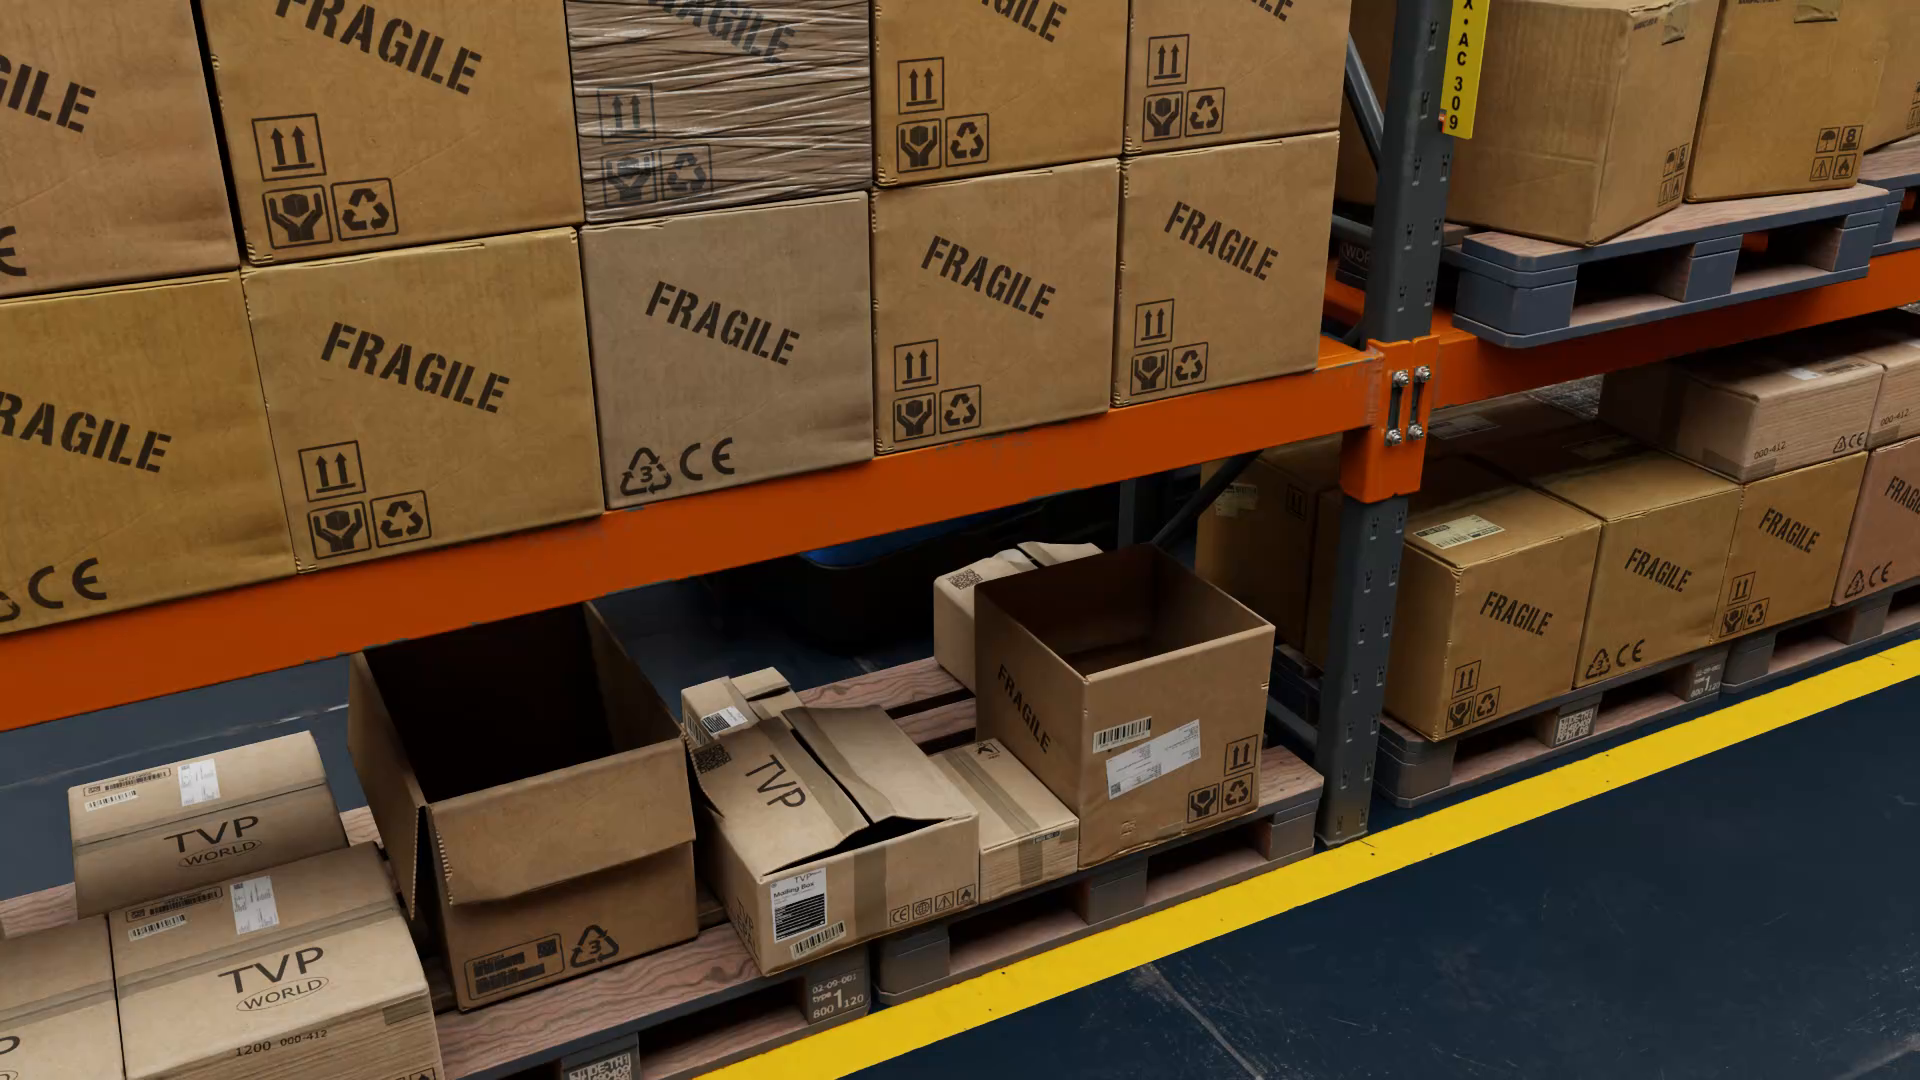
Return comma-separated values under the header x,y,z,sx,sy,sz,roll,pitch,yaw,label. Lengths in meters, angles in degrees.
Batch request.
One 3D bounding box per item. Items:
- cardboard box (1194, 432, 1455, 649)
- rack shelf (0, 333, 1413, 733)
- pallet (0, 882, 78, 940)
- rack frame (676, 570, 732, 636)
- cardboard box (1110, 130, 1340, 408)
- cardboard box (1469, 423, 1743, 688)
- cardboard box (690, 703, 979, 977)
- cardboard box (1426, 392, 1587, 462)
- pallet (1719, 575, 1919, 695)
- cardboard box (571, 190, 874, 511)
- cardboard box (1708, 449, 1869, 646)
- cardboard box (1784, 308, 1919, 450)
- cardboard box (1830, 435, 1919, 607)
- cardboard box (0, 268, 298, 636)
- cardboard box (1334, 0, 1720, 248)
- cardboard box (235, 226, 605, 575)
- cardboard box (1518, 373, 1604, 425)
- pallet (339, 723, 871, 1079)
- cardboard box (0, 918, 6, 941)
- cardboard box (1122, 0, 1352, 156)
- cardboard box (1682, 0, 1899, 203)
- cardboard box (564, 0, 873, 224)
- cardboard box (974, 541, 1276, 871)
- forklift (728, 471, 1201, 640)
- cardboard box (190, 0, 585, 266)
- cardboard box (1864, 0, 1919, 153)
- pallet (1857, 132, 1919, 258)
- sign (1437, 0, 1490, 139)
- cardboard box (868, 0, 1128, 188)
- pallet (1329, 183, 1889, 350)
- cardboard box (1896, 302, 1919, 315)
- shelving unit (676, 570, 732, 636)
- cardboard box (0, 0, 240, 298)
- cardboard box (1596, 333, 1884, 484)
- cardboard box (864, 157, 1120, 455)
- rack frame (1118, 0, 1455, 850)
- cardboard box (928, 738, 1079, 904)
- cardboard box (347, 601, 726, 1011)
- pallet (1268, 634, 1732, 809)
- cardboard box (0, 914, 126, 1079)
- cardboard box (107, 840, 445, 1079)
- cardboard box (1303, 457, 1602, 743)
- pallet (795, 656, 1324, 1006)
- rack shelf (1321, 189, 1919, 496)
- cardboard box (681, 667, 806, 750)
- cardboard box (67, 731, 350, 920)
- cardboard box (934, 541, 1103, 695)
x,y,z,sx,sy,sz,roll,pitch,yaw,label
1.037,-0.064,4.798,0.500,0.500,0.500,-13,29,-25,cardboard box
-1.028,-0.051,3.222,4.000,0.370,1.077,-13,29,-25,rack shelf
-2.023,1.111,3.193,1.213,0.211,1.003,-13,29,-25,pallet
-0.838,-0.479,5.014,0.032,1.500,0.500,-13,29,-26,rack frame
0.416,-0.628,3.477,0.500,0.500,0.500,-12,28,-24,cardboard box
1.744,0.027,4.607,0.500,0.500,0.500,-13,28,-24,cardboard box
-0.294,0.608,3.616,0.500,0.311,0.500,-13,29,-25,cardboard box
1.477,-0.162,5.001,0.500,0.500,0.500,-13,29,-25,cardboard box
2.514,0.044,5.415,1.213,0.211,1.003,-13,29,-25,pallet
-0.490,-0.417,3.037,0.500,0.500,0.500,-12,28,-24,cardboard box
2.188,-0.072,4.813,0.500,0.500,0.500,-13,28,-24,cardboard box
2.603,-0.504,4.847,0.500,0.250,0.500,-14,29,-26,cardboard box
2.634,-0.174,5.027,0.500,0.500,0.500,-14,29,-27,cardboard box
-1.380,-0.211,2.608,0.500,0.500,0.500,-13,29,-25,cardboard box
1.260,-1.028,3.825,0.700,0.500,0.500,22,33,37,cardboard box
-0.938,-0.312,2.819,0.500,0.500,0.500,-13,28,-24,cardboard box
1.920,-0.264,5.213,0.500,0.500,0.500,-13,28,-24,cardboard box
-0.948,0.864,3.707,1.213,0.211,1.003,-13,29,-25,pallet
-2.029,0.858,3.263,0.250,0.166,0.380,-13,29,-25,cardboard box
0.412,-1.077,3.256,0.500,0.500,0.500,-13,28,-25,cardboard box
1.837,-1.192,4.167,0.500,0.500,0.700,-8,27,-17,cardboard box
-0.483,-0.869,2.823,0.500,0.500,0.500,-13,28,-25,cardboard box
0.367,0.370,3.893,0.500,0.500,0.500,-13,29,-25,cardboard box
0.469,-1.529,5.548,3.031,2.935,1.130,-20,32,-35,forklift
-0.928,-0.767,2.611,0.500,0.500,0.500,-13,29,-26,cardboard box
2.267,-1.401,4.601,0.500,0.500,0.700,-22,33,-38,cardboard box
2.552,-1.113,4.824,1.213,0.211,1.003,-13,29,-25,pallet
0.999,-0.967,3.299,0.005,0.325,0.100,-13,29,-25,sign
-0.038,-0.971,3.037,0.500,0.500,0.500,-14,29,-26,cardboard box
1.493,-0.817,4.208,1.213,0.211,1.003,-13,29,-25,pallet
3.271,-0.577,5.865,0.500,0.500,0.500,-14,29,-27,cardboard box
-1.284,-0.373,4.794,1.048,1.500,0.538,-13,29,-26,shelving unit
-1.376,-0.663,2.394,0.500,0.500,0.500,-13,28,-24,cardboard box
2.161,-0.401,4.634,0.500,0.250,0.500,-13,29,-25,cardboard box
-0.038,-0.523,3.257,0.500,0.500,0.500,-12,28,-24,cardboard box
0.737,-0.783,3.915,0.127,3.000,1.000,-13,29,-25,rack frame
0.065,0.628,3.762,0.250,0.149,0.380,-13,29,-25,cardboard box
-0.919,0.529,3.559,0.637,0.503,0.797,-13,29,-25,cardboard box
1.437,0.294,4.893,1.213,0.211,1.003,-13,29,-25,pallet
-1.738,0.969,2.935,0.500,0.250,0.500,-13,29,-25,cardboard box
-1.297,0.867,3.147,0.500,0.250,0.500,-13,29,-25,cardboard box
1.278,0.140,4.372,0.500,0.500,0.500,-14,29,-27,cardboard box
0.130,0.614,4.228,1.213,0.211,1.003,-13,29,-25,pallet
2.501,-0.866,4.919,4.000,0.370,1.077,-13,29,-25,rack shelf
-0.494,0.479,4.052,0.250,0.166,0.380,-13,29,-25,cardboard box
-1.577,0.686,3.524,0.500,0.250,0.500,-13,29,-25,cardboard box
0.264,0.234,4.395,0.500,0.311,0.500,-13,29,-25,cardboard box
